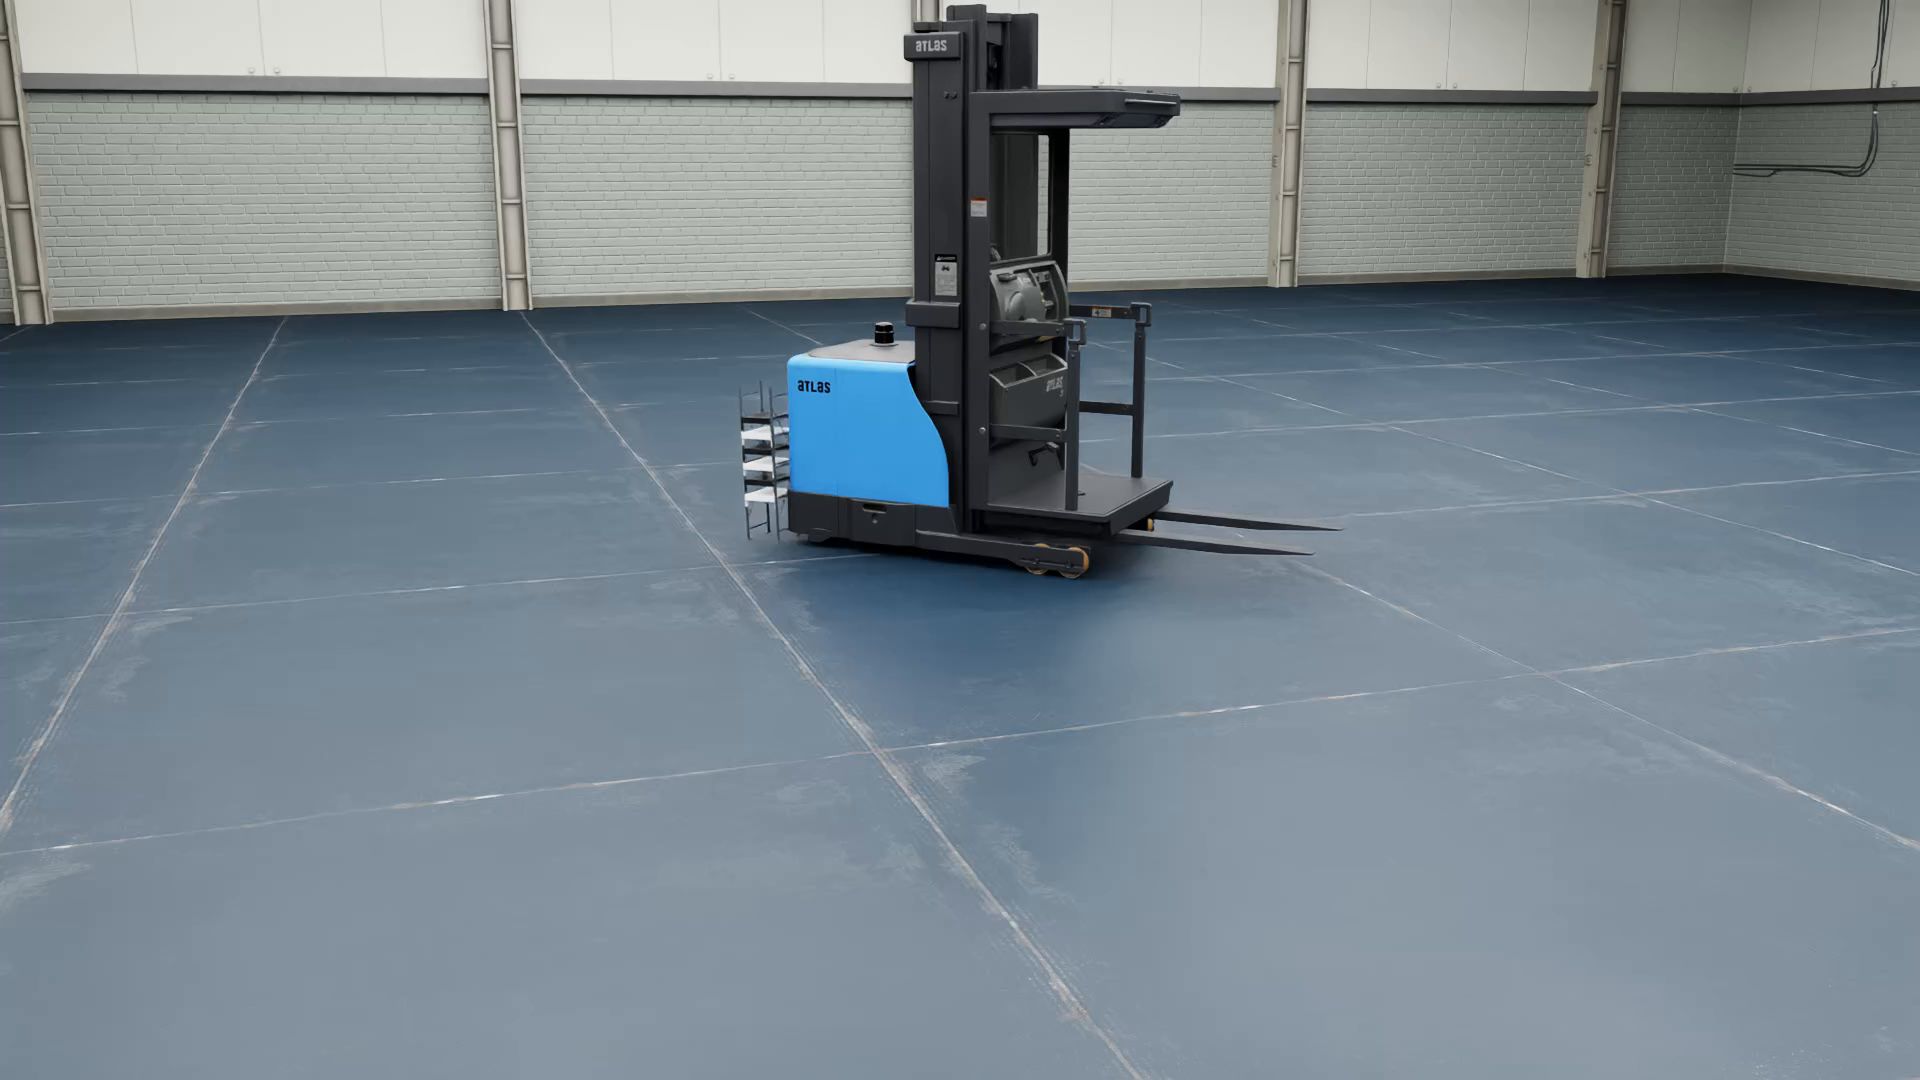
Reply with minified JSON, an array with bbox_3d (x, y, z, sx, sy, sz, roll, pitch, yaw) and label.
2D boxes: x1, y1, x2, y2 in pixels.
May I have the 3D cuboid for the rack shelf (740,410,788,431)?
[{"bbox_3d":[-1.106,-0.686,9.547,0.200,0.077,0.258,5,14,26],"label":"rack shelf"}]

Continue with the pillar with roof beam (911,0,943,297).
[{"bbox_3d":[0.894,-7.094,20.021,0.400,9.000,9.100,-4,14,-18],"label":"pillar with roof beam"}]

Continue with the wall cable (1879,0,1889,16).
[{"bbox_3d":[14.971,-9.204,24.689,0.112,2.526,3.097,-4,14,-18],"label":"wall cable"}]

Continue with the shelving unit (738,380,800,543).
[{"bbox_3d":[-1.100,-0.455,9.598,0.210,0.900,0.258,5,14,26],"label":"shelving unit"}]

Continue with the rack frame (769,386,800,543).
[{"bbox_3d":[-1.008,-0.448,9.554,0.006,0.900,0.240,5,14,26],"label":"rack frame"}]

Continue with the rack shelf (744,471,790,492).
[{"bbox_3d":[-1.096,-0.335,9.625,0.200,0.077,0.258,5,14,26],"label":"rack shelf"}]

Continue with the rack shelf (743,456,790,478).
[{"bbox_3d":[-1.099,-0.423,9.605,0.200,0.077,0.258,5,14,26],"label":"rack shelf"}]

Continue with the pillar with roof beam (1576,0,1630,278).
[{"bbox_3d":[12.267,-7.980,23.745,0.400,9.000,9.100,-4,14,-18],"label":"pillar with roof beam"}]

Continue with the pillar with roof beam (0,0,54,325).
[{"bbox_3d":[-10.479,-6.209,16.298,0.400,9.000,9.100,-4,14,-18],"label":"pillar with roof beam"}]

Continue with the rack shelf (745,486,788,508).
[{"bbox_3d":[-1.093,-0.247,9.645,0.200,0.077,0.258,5,14,26],"label":"rack shelf"}]

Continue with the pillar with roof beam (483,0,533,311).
[{"bbox_3d":[-4.793,-6.651,18.160,0.400,9.000,9.100,-4,14,-18],"label":"pillar with roof beam"}]

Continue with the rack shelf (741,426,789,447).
[{"bbox_3d":[-1.104,-0.598,9.566,0.200,0.077,0.258,5,14,26],"label":"rack shelf"}]

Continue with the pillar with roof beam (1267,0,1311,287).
[{"bbox_3d":[6.581,-7.537,21.883,0.400,9.000,9.100,-4,14,-18],"label":"pillar with roof beam"}]

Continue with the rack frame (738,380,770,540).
[{"bbox_3d":[-1.191,-0.463,9.642,0.006,0.900,0.240,5,14,26],"label":"rack frame"}]

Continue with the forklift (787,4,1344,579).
[{"bbox_3d":[0.565,-1.362,9.034,3.031,2.935,1.130,6,15,25],"label":"forklift"}]

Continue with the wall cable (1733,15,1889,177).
[{"bbox_3d":[14.108,-7.341,27.768,0.112,2.526,3.097,-4,14,-18],"label":"wall cable"}]

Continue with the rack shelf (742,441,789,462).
[{"bbox_3d":[-1.101,-0.511,9.586,0.200,0.077,0.258,5,14,26],"label":"rack shelf"}]
